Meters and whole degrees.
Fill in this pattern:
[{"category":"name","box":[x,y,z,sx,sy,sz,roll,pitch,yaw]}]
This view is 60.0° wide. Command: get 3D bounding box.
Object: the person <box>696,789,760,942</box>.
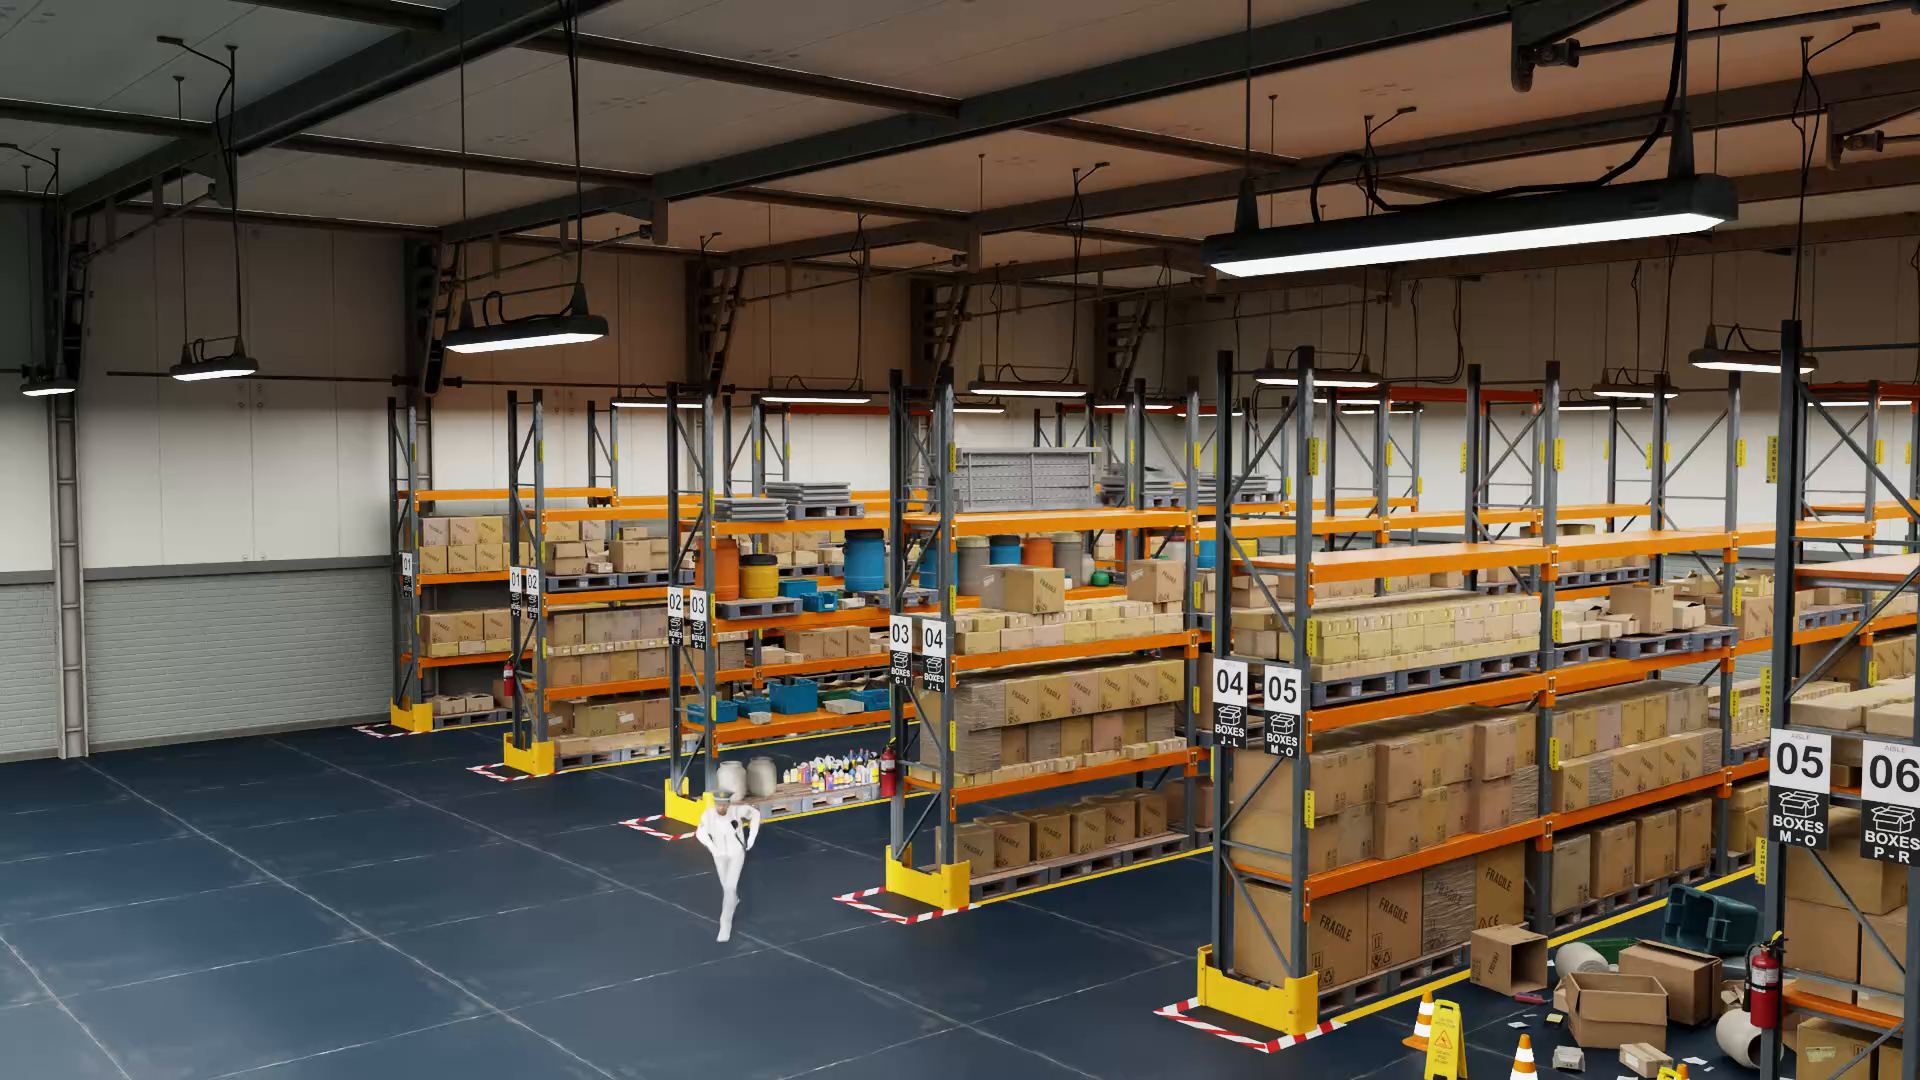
[{"category":"person","box":[-2.435,3.360,17.599,0.658,1.600,0.927,0,3,0]}]
